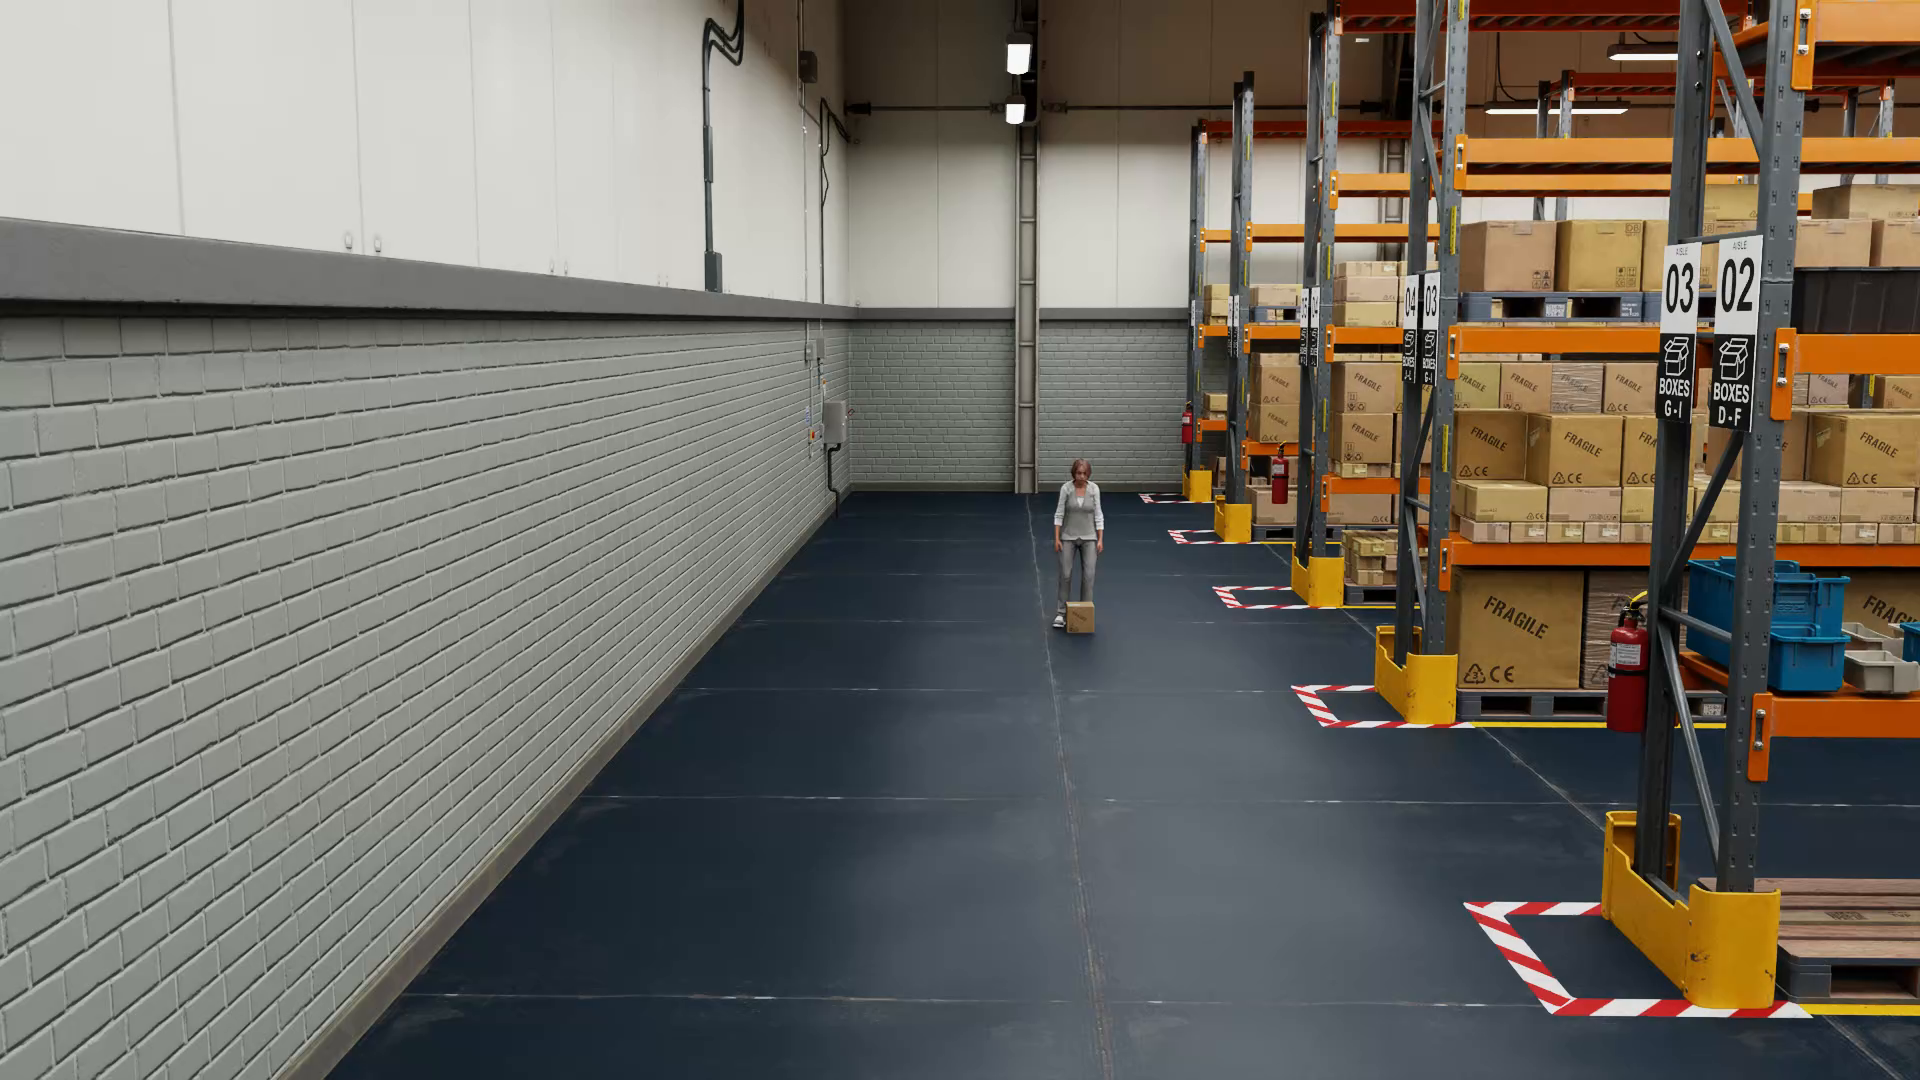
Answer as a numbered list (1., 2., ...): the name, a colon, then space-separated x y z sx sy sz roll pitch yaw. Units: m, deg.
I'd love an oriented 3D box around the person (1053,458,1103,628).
1. person: 1.114 0.031 15.637 0.472 1.580 0.366 0 7 0
